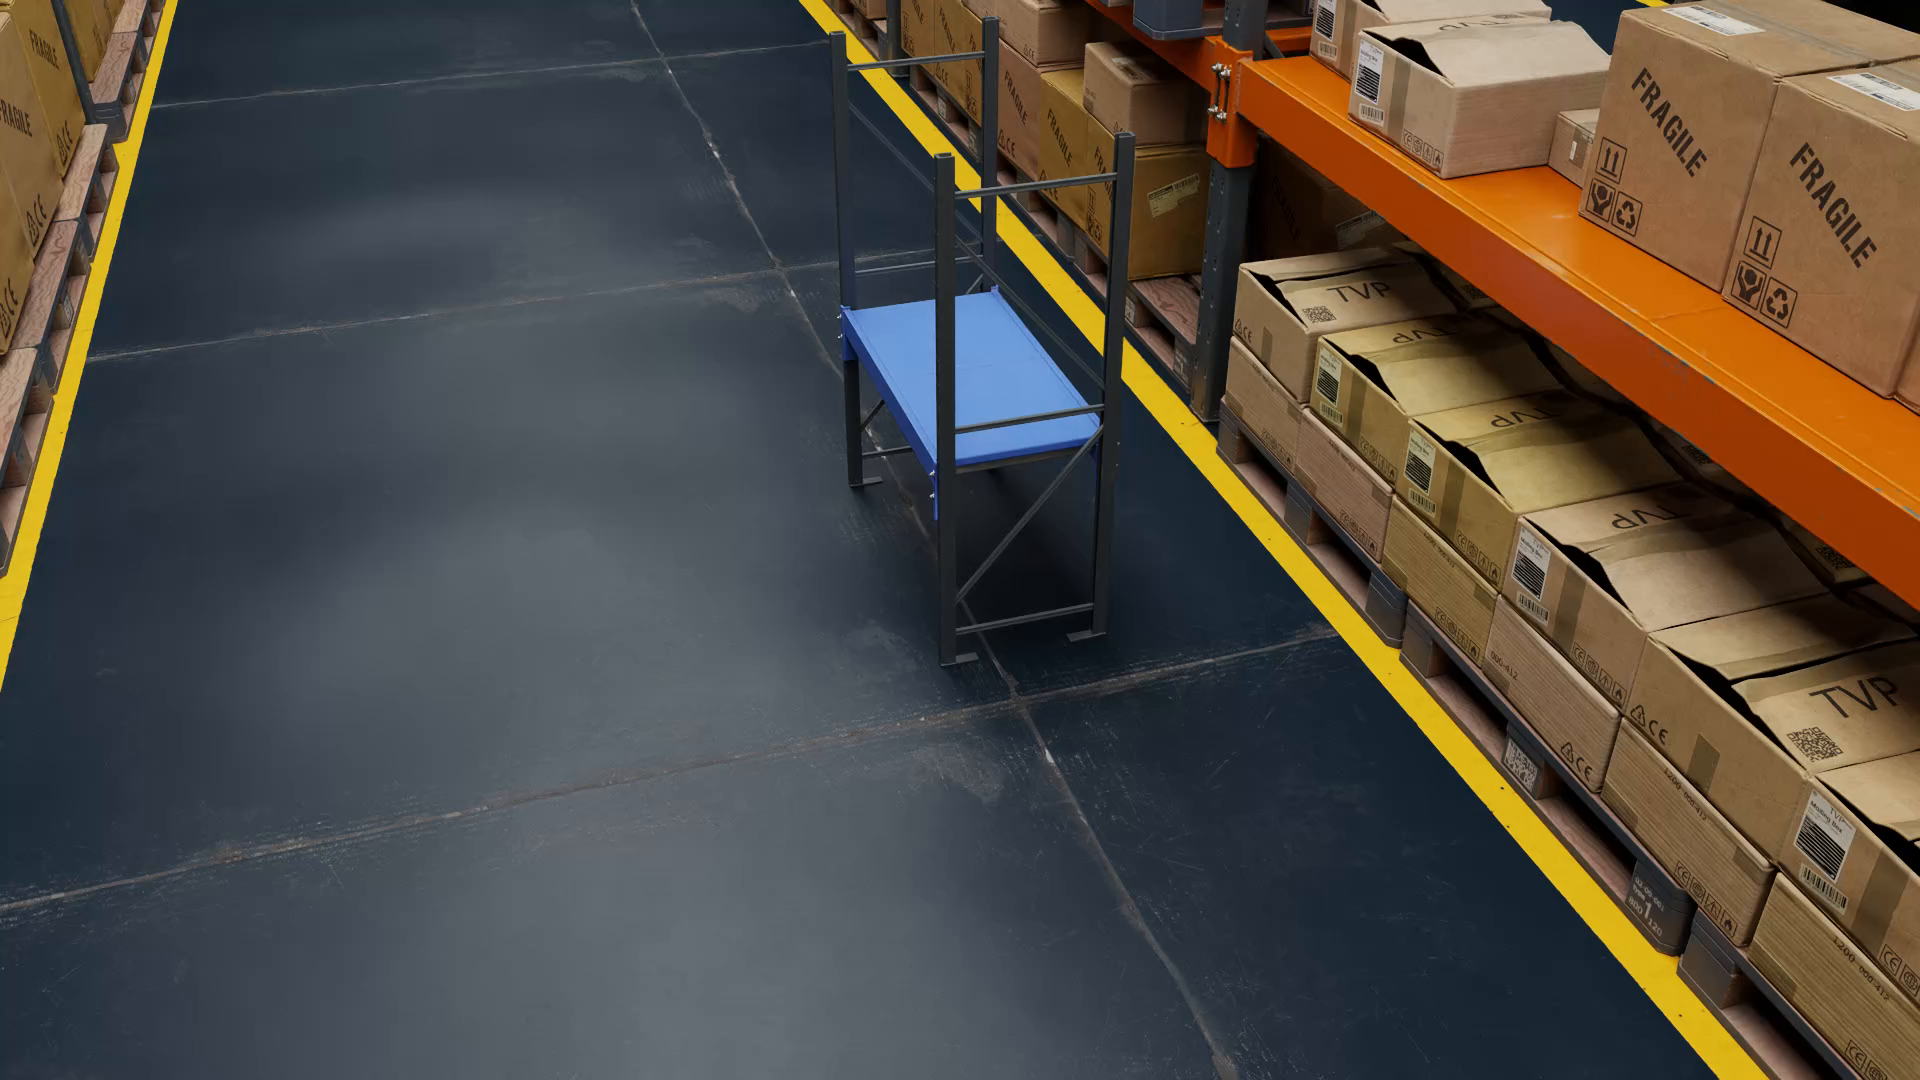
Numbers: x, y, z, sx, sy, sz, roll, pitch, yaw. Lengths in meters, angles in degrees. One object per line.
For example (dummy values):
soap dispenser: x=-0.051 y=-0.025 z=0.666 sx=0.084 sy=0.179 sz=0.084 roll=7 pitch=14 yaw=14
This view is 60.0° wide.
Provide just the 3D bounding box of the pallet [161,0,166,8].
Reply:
pallet: x=-5.522 y=-3.566 z=10.455 sx=1.003 sy=0.211 sz=1.213 roll=-10 pitch=35 yaw=-15

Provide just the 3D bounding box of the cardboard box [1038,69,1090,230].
cardboard box: x=0.650 y=-1.635 z=6.871 sx=0.500 sy=0.500 sz=0.500 roll=-11 pitch=35 yaw=-16

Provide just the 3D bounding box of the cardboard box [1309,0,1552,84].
cardboard box: x=1.385 y=-1.535 z=4.933 sx=0.500 sy=0.311 sz=0.500 roll=-8 pitch=34 yaw=-12

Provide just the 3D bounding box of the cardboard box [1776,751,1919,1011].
cardboard box: x=1.975 y=0.631 z=3.179 sx=0.500 sy=0.311 sz=0.500 roll=-9 pitch=35 yaw=-13

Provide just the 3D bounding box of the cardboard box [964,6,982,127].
cardboard box: x=0.330 y=-2.175 z=7.688 sx=0.500 sy=0.500 sz=0.500 roll=-10 pitch=35 yaw=-14

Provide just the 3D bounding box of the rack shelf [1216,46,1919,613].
rack shelf: x=1.926 y=-0.420 z=3.818 sx=1.077 sy=0.370 sz=4.000 roll=-10 pitch=35 yaw=-15

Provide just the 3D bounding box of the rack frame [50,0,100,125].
rack frame: x=-4.621 y=-3.036 z=7.123 sx=1.000 sy=3.000 sz=0.127 roll=-10 pitch=35 yaw=-15

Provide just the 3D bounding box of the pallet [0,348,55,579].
pallet: x=-3.569 y=-0.199 z=5.359 sx=1.003 sy=0.211 sz=1.213 roll=-10 pitch=35 yaw=-15

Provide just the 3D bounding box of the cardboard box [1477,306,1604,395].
cardboard box: x=1.875 y=-0.527 z=4.932 sx=0.500 sy=0.311 sz=0.500 roll=-11 pitch=35 yaw=-15

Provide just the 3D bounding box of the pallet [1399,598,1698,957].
pallet: x=1.898 y=0.471 z=4.346 sx=1.003 sy=0.211 sz=1.213 roll=-10 pitch=35 yaw=-15

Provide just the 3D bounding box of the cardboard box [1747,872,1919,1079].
cardboard box: x=1.981 y=0.867 z=3.331 sx=0.500 sy=0.250 sz=0.500 roll=-11 pitch=35 yaw=-15

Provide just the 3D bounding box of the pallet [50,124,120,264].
pallet: x=-4.314 y=-1.480 z=7.298 sx=1.003 sy=0.211 sz=1.213 roll=-10 pitch=35 yaw=-15

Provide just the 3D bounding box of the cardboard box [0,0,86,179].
cardboard box: x=-4.299 y=-1.995 z=7.117 sx=0.750 sy=0.750 sz=0.750 roll=-10 pitch=35 yaw=-14

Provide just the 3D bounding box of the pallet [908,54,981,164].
pallet: x=0.380 y=-2.287 z=8.519 sx=1.003 sy=0.211 sz=1.213 roll=-10 pitch=35 yaw=-15

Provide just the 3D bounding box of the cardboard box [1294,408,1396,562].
cardboard box: x=1.350 y=-0.211 z=4.961 sx=0.500 sy=0.250 sz=0.500 roll=-11 pitch=35 yaw=-16

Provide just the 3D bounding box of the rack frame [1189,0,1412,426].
rack frame: x=1.316 y=-1.771 z=5.209 sx=1.000 sy=3.000 sz=0.127 roll=-10 pitch=35 yaw=-15

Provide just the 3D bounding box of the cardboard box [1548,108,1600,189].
cardboard box: x=1.759 y=-1.006 z=4.279 sx=0.380 sy=0.149 sz=0.250 roll=-8 pitch=34 yaw=-11

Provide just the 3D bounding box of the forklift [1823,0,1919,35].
forklift: x=3.866 y=-2.583 z=6.501 sx=1.130 sy=2.935 sz=3.031 roll=-5 pitch=34 yaw=-7

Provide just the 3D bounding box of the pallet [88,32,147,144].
pallet: x=-4.778 y=-2.285 z=8.516 sx=1.003 sy=0.211 sz=1.213 roll=-10 pitch=35 yaw=-15

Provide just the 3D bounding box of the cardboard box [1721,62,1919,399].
cardboard box: x=2.004 y=-0.658 z=3.434 sx=0.500 sy=0.500 sz=0.500 roll=-10 pitch=35 yaw=-15

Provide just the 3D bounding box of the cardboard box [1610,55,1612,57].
cardboard box: x=1.853 y=-1.240 z=4.634 sx=0.380 sy=0.149 sz=0.250 roll=-10 pitch=35 yaw=-15

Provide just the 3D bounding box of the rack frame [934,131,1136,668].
rack frame: x=0.181 y=-0.314 z=4.365 sx=0.500 sy=1.500 sz=0.032 roll=-10 pitch=35 yaw=-15

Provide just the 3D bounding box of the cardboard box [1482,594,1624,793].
cardboard box: x=1.671 y=0.331 z=4.142 sx=0.500 sy=0.250 sz=0.500 roll=-9 pitch=35 yaw=-14

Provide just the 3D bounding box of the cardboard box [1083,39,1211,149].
cardboard box: x=0.786 y=-1.705 z=6.297 sx=0.500 sy=0.250 sz=0.500 roll=-9 pitch=34 yaw=-13

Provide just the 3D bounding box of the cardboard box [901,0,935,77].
cardboard box: x=0.011 y=-2.716 z=8.508 sx=0.500 sy=0.500 sz=0.500 roll=-12 pitch=35 yaw=-17

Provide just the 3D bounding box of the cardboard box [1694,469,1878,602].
cardboard box: x=2.177 y=0.002 z=4.131 sx=0.500 sy=0.311 sz=0.500 roll=-9 pitch=35 yaw=-13

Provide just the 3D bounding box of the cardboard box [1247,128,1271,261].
cardboard box: x=1.284 y=-1.472 z=6.625 sx=0.500 sy=0.500 sz=0.500 roll=-11 pitch=35 yaw=-16

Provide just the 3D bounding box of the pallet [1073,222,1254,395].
pallet: x=1.124 y=-1.006 z=6.580 sx=1.003 sy=0.211 sz=1.213 roll=-10 pitch=35 yaw=-15

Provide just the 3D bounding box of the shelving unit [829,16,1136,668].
shelving unit: x=0.026 y=-0.581 z=4.769 sx=0.538 sy=1.500 sz=1.048 roll=-10 pitch=35 yaw=-15

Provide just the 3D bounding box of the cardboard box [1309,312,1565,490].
cardboard box: x=1.364 y=-0.434 z=4.790 sx=0.500 sy=0.311 sz=0.500 roll=-11 pitch=35 yaw=-16

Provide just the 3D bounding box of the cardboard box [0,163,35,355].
cardboard box: x=-3.761 y=-1.083 z=5.737 sx=0.750 sy=0.750 sz=0.750 roll=-10 pitch=35 yaw=-15

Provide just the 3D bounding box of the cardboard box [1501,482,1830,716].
cardboard box: x=1.675 y=0.104 z=3.976 sx=0.500 sy=0.311 sz=0.500 roll=-10 pitch=35 yaw=-15

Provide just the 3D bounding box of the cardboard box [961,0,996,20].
cardboard box: x=0.316 y=-2.504 z=7.507 sx=0.500 sy=0.250 sz=0.500 roll=-10 pitch=35 yaw=-15

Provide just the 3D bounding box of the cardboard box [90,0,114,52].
cardboard box: x=-4.901 y=-2.842 z=8.717 sx=0.700 sy=0.500 sz=0.500 roll=-10 pitch=35 yaw=-15

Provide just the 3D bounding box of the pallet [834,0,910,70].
pallet: x=-0.113 y=-3.068 z=9.702 sx=1.003 sy=0.211 sz=1.213 roll=-10 pitch=35 yaw=-15
